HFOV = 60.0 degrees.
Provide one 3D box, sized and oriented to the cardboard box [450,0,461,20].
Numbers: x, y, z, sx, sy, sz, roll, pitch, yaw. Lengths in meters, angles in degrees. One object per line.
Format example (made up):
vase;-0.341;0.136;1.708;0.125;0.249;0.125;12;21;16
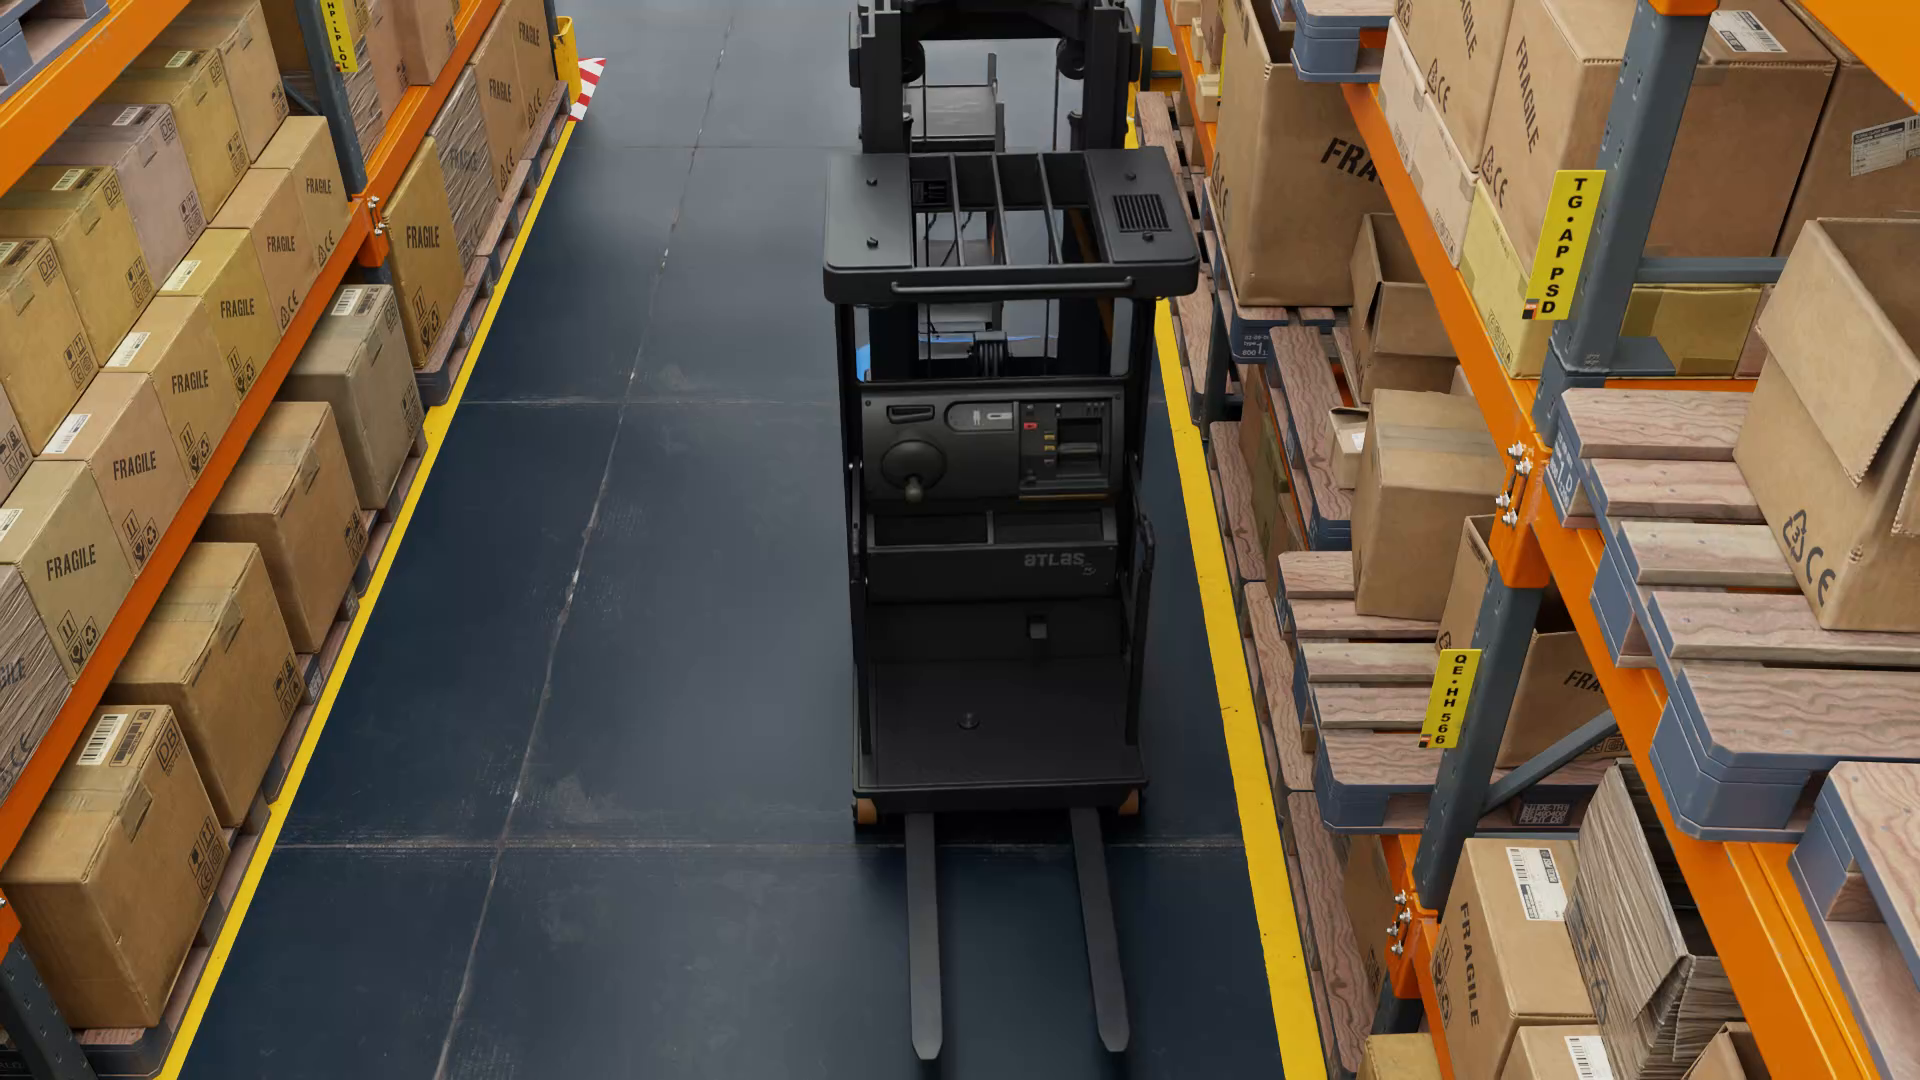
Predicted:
cardboard box;-3.260;-3.063;9.054;0.875;0.550;0.500;0;39;0

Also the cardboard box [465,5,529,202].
cardboard box;-3.175;-2.623;9.988;0.875;0.875;0.875;-1;39;-1

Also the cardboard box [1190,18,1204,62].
cardboard box;1.438;-2.676;8.891;0.380;0.149;0.250;0;39;0

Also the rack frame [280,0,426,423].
rack frame;-3.240;-1.761;7.549;1.000;3.000;0.127;0;39;0

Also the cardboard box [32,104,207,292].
cardboard box;-3.231;-1.242;6.022;0.700;0.500;0.500;0;39;0

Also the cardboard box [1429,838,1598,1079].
cardboard box;1.453;1.065;3.942;0.500;0.500;0.500;1;39;1

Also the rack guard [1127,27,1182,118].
rack guard;1.715;-3.180;11.318;1.175;0.500;0.348;0;39;0

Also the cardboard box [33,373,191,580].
cardboard box;-2.970;-0.213;5.537;0.500;0.500;0.500;0;39;0

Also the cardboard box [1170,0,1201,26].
cardboard box;1.382;-2.988;9.281;0.380;0.149;0.250;0;39;0

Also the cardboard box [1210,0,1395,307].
cardboard box;1.581;-1.602;6.535;1.000;1.000;1.000;0;39;0

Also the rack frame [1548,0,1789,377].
rack frame;1.724;-1.541;2.477;1.000;3.000;0.127;0;39;0

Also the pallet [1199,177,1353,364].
pallet;1.575;-1.148;6.938;1.003;0.211;1.213;0;39;0

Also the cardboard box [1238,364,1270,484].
cardboard box;1.699;-0.514;7.639;0.700;0.500;0.500;-3;39;-4

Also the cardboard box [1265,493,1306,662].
cardboard box;1.682;0.135;6.831;0.700;0.500;0.500;-3;39;-4

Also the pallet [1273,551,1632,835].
pallet;1.617;0.429;4.969;1.213;0.211;1.003;0;39;0

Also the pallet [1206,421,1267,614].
pallet;1.722;-0.126;7.739;1.003;0.211;1.213;0;39;0

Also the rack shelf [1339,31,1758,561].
rack shelf;1.722;-1.340;5.201;1.077;0.370;4.000;0;39;0

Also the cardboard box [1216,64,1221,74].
cardboard box;1.514;-2.363;8.501;0.380;0.149;0.250;0;39;0

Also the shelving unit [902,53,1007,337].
shelving unit;-0.038;-1.048;7.379;0.431;2.100;0.503;-2;39;-2

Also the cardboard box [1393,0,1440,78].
cardboard box;1.477;-1.533;4.386;0.500;0.500;0.500;1;39;1

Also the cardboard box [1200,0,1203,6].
cardboard box;1.755;-3.076;8.872;0.875;0.500;0.500;0;39;0

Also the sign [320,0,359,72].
sign;-2.698;-2.188;7.220;0.100;0.325;0.005;0;39;0

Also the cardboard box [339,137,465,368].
cardboard box;-3.171;-1.489;8.573;0.875;0.875;0.875;1;39;1

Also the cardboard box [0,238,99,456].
cardboard box;-3.231;-0.607;5.229;0.700;0.500;0.500;-1;39;-1

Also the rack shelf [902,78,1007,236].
rack shelf;-0.038;-1.583;6.949;0.431;0.518;0.480;-2;39;-2

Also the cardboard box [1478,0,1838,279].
cardboard box;1.474;-0.903;3.599;0.500;0.500;0.500;1;39;1

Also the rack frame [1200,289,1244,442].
rack frame;1.720;-1.701;7.474;1.000;3.000;0.127;0;39;0

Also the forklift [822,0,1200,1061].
forklift;0.131;-0.263;5.734;1.130;2.935;3.031;-2;39;-2

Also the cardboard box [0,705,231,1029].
cardboard box;-3.146;1.074;5.475;1.050;0.750;0.750;-1;39;-1

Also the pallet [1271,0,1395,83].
pallet;1.618;-1.764;5.304;1.213;0.211;1.003;0;39;0

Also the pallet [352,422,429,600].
pallet;-3.164;-0.190;7.819;1.003;0.211;1.213;0;39;0

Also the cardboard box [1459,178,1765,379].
cardboard box;1.478;-0.609;3.833;0.500;0.250;0.500;0;39;0

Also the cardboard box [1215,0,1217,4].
cardboard box;1.442;-2.840;7.778;0.500;0.500;0.500;0;39;0

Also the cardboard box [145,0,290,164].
cardboard box;-3.234;-1.880;6.817;0.700;0.500;0.500;-1;39;-1

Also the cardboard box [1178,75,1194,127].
cardboard box;1.699;-3.001;10.759;0.500;0.500;0.500;7;39;8

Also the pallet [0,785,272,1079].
pallet;-3.161;1.336;5.915;1.003;0.211;1.213;0;39;0

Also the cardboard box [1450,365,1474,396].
cardboard box;1.952;-0.354;5.577;0.500;0.250;0.500;-1;39;-1

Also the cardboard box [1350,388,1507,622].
cardboard box;1.583;-0.090;5.047;0.700;0.500;0.500;5;39;7

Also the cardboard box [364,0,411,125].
cardboard box;-3.276;-2.394;8.219;0.875;0.550;0.550;0;39;0

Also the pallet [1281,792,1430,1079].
pallet;1.725;1.400;5.835;1.003;0.211;1.213;0;39;0

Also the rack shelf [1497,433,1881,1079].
rack shelf;1.727;1.161;2.079;1.077;0.370;4.000;0;39;0

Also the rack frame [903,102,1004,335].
rack frame;-0.026;-0.895;7.188;0.400;2.100;0.015;-2;39;-2

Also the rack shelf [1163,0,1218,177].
rack shelf;1.717;-2.671;9.260;1.077;0.370;4.000;0;39;0

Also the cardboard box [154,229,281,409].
cardboard box;-2.971;-0.842;6.322;0.500;0.500;0.500;0;39;0

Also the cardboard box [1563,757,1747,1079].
cardboard box;1.709;0.827;3.437;0.797;0.503;0.637;1;39;1

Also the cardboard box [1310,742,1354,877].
cardboard box;1.690;0.838;5.953;0.700;0.500;0.500;-3;39;-4

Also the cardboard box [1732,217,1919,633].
cardboard box;1.797;-0.193;2.775;0.797;0.503;0.637;2;39;3

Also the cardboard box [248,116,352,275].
cardboard box;-2.972;-1.474;7.111;0.500;0.500;0.500;0;39;0

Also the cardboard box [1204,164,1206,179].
cardboard box;1.716;-2.235;9.804;0.500;0.500;0.500;3;39;4

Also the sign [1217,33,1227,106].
sign;1.177;-2.034;7.197;0.100;0.325;0.005;0;39;0

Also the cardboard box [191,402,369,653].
cardboard box;-3.152;-0.056;6.884;1.050;0.750;0.750;0;39;0

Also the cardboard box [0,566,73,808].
cardboard box;-2.966;0.420;4.747;0.500;0.500;0.500;0;39;0

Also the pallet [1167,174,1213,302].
pallet;1.679;-1.798;9.825;1.003;0.211;1.213;0;39;0

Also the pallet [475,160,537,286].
pallet;-3.167;-1.913;9.969;1.003;0.211;1.213;0;39;0

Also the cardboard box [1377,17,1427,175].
cardboard box;1.467;-1.233;4.612;0.500;0.250;0.500;1;39;1

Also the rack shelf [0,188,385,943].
rack shelf;-3.238;-0.230;6.213;1.077;0.370;4.000;0;39;0
